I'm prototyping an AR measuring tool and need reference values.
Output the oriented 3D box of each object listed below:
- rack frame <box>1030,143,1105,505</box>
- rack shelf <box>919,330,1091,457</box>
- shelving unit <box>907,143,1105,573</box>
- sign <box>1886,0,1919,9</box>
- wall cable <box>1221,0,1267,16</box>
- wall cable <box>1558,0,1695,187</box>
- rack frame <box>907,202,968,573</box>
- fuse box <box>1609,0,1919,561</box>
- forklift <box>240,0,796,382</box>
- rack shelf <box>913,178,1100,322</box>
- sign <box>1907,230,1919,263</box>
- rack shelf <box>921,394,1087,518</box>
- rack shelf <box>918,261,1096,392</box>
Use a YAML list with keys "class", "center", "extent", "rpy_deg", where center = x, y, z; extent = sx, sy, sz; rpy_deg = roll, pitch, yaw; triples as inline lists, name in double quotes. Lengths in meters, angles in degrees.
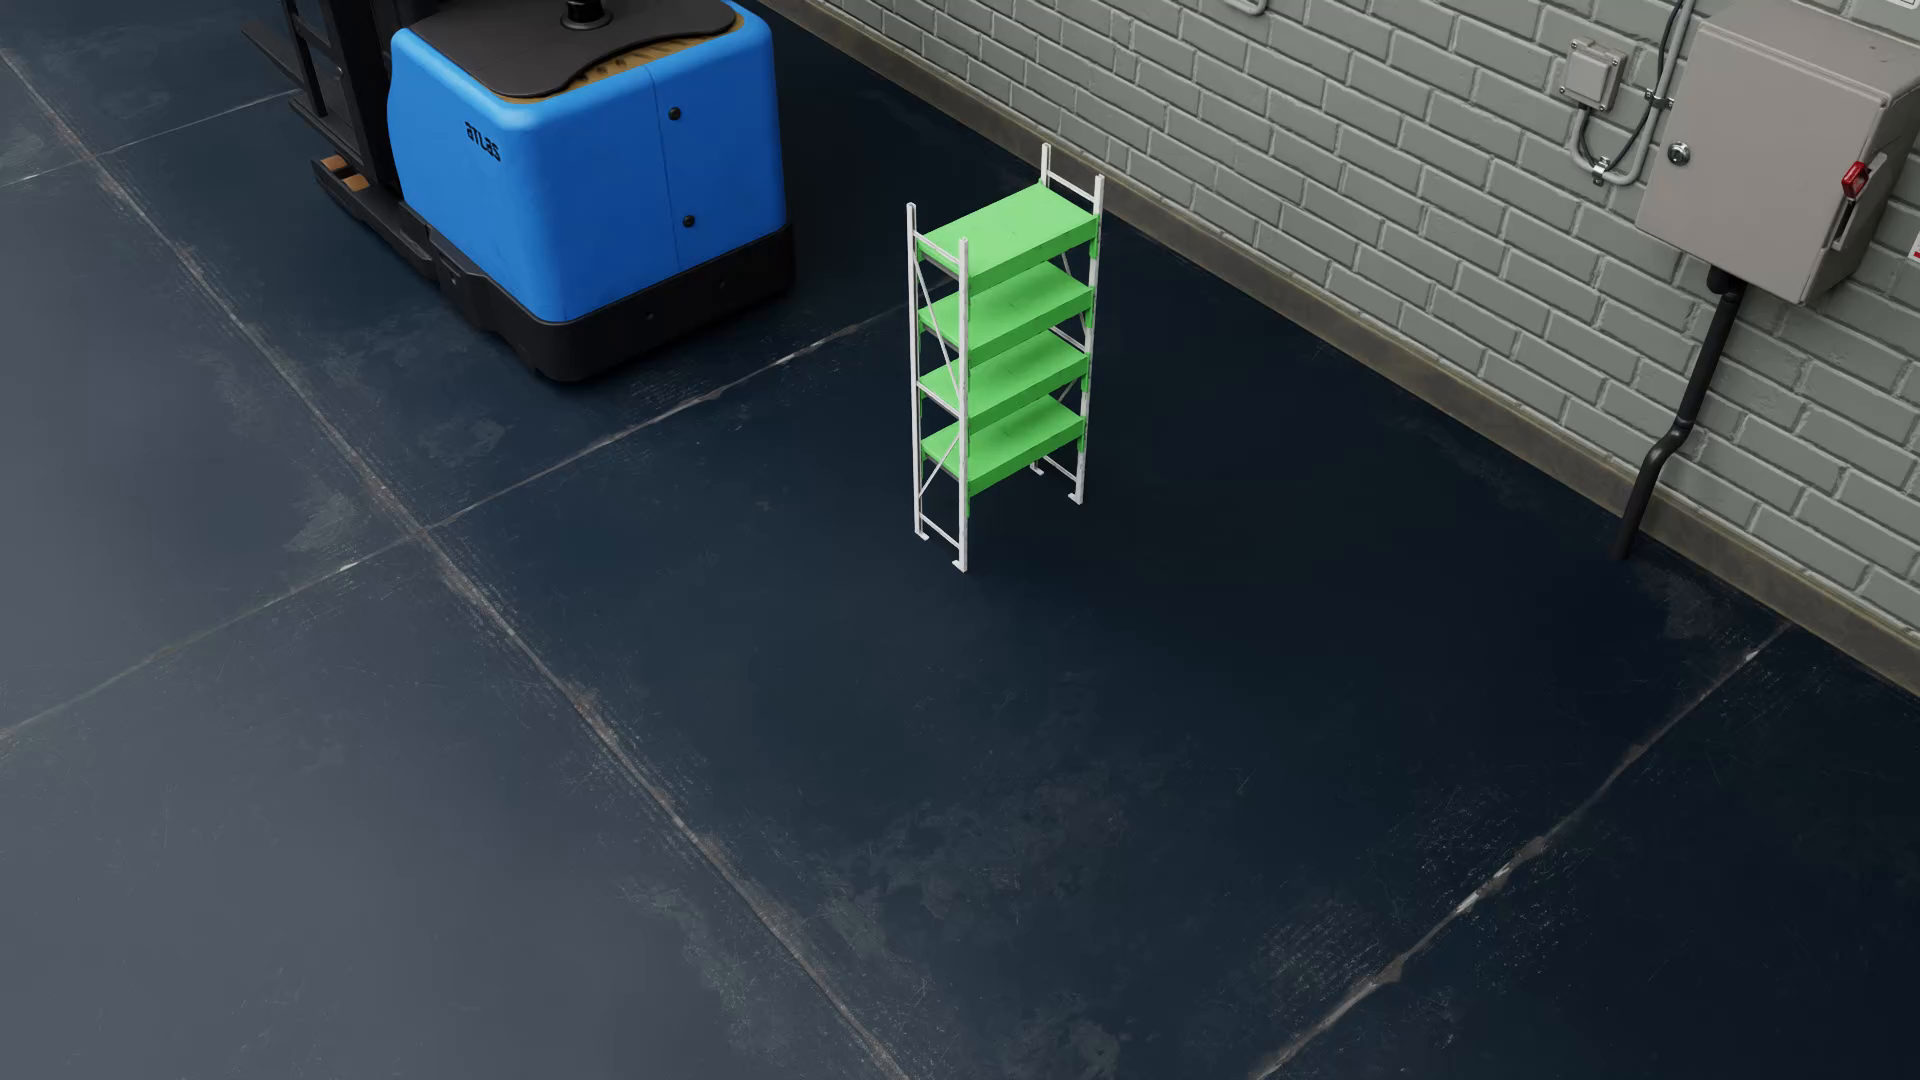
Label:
- class: "rack frame"
  center: [0.314, -0.617, 5.031]
  extent: [0.015, 1.200, 0.240]
  rpy_deg: [-30, 51, -28]
- class: "rack shelf"
  center: [0.127, -0.464, 4.960]
  extent: [0.480, 0.148, 0.258]
  rpy_deg: [-30, 51, -28]
- class: "shelving unit"
  center: [0.127, -0.510, 4.917]
  extent: [0.503, 1.200, 0.258]
  rpy_deg: [-30, 51, -28]
- class: "sign"
  center: [2.179, -1.442, 3.991]
  extent: [0.001, 0.242, 0.339]
  rpy_deg: [-30, 51, -28]
- class: "wall cable"
  center: [0.820, -2.570, 5.030]
  extent: [0.123, 1.953, 0.585]
  rpy_deg: [-30, 51, -28]
- class: "wall cable"
  center: [1.739, -1.819, 4.253]
  extent: [0.122, 1.984, 0.588]
  rpy_deg: [-30, 51, -28]
- class: "rack frame"
  center: [-0.060, -0.403, 4.803]
  extent: [0.015, 1.200, 0.240]
  rpy_deg: [-30, 51, -28]
- class: "fuse box"
  center: [2.056, -0.551, 4.587]
  extent: [0.414, 1.711, 0.539]
  rpy_deg: [-30, 51, -28]
- class: "forklift"
  center: [-1.949, -2.551, 5.825]
  extent: [1.130, 2.935, 3.031]
  rpy_deg: [-30, 51, -28]
- class: "rack shelf"
  center: [0.127, -0.813, 4.632]
  extent: [0.480, 0.148, 0.258]
  rpy_deg: [-30, 51, -28]
- class: "sign"
  center: [2.532, -0.818, 3.999]
  extent: [0.001, 0.494, 0.329]
  rpy_deg: [-30, 51, -28]
- class: "rack shelf"
  center: [0.127, -0.289, 5.125]
  extent: [0.480, 0.148, 0.258]
  rpy_deg: [-30, 51, -28]
- class: "rack shelf"
  center: [0.127, -0.638, 4.796]
  extent: [0.480, 0.148, 0.258]
  rpy_deg: [-30, 51, -28]
